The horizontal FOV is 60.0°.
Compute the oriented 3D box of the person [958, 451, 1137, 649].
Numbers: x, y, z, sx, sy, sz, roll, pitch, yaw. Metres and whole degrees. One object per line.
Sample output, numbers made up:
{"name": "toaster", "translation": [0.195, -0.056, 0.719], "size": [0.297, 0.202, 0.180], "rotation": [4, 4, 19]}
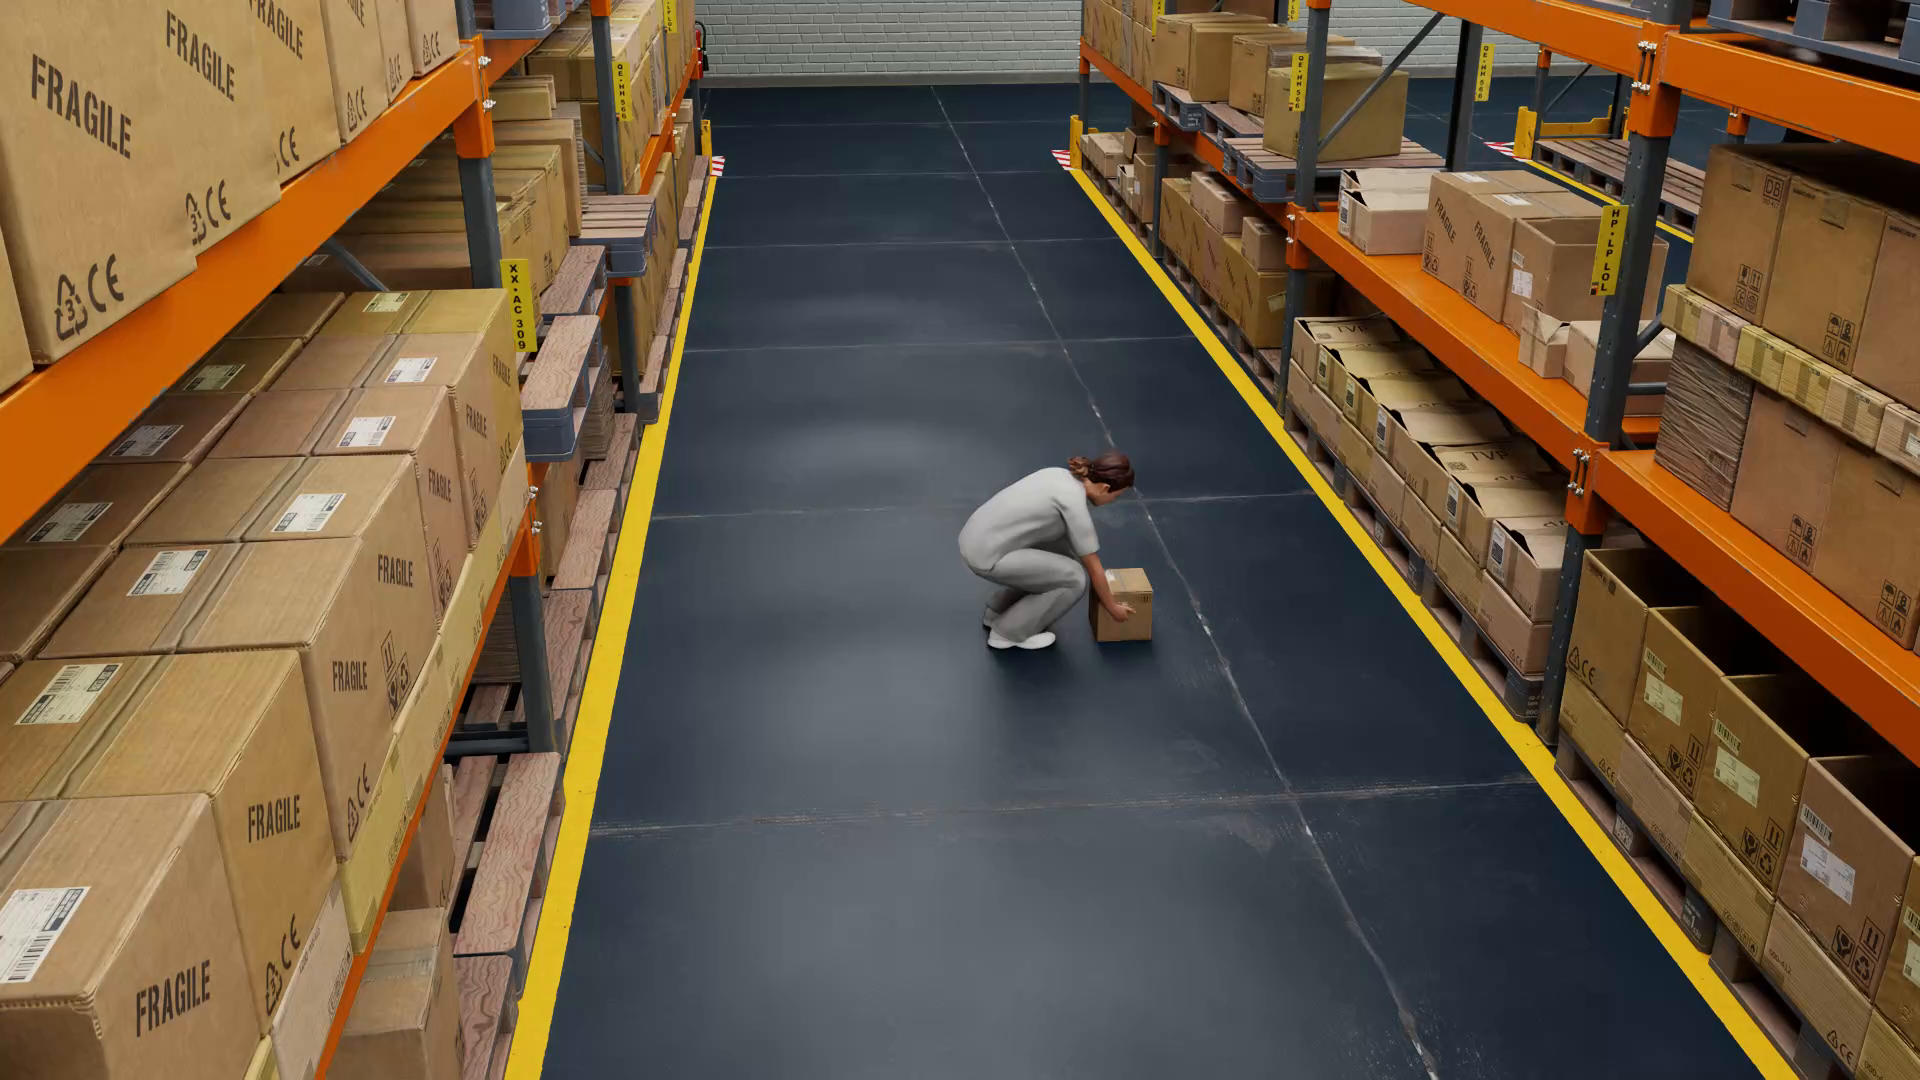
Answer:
{"name": "person", "translation": [0.392, 0.031, 7.548], "size": [0.803, 0.858, 0.484], "rotation": [-2, 24, -5]}
